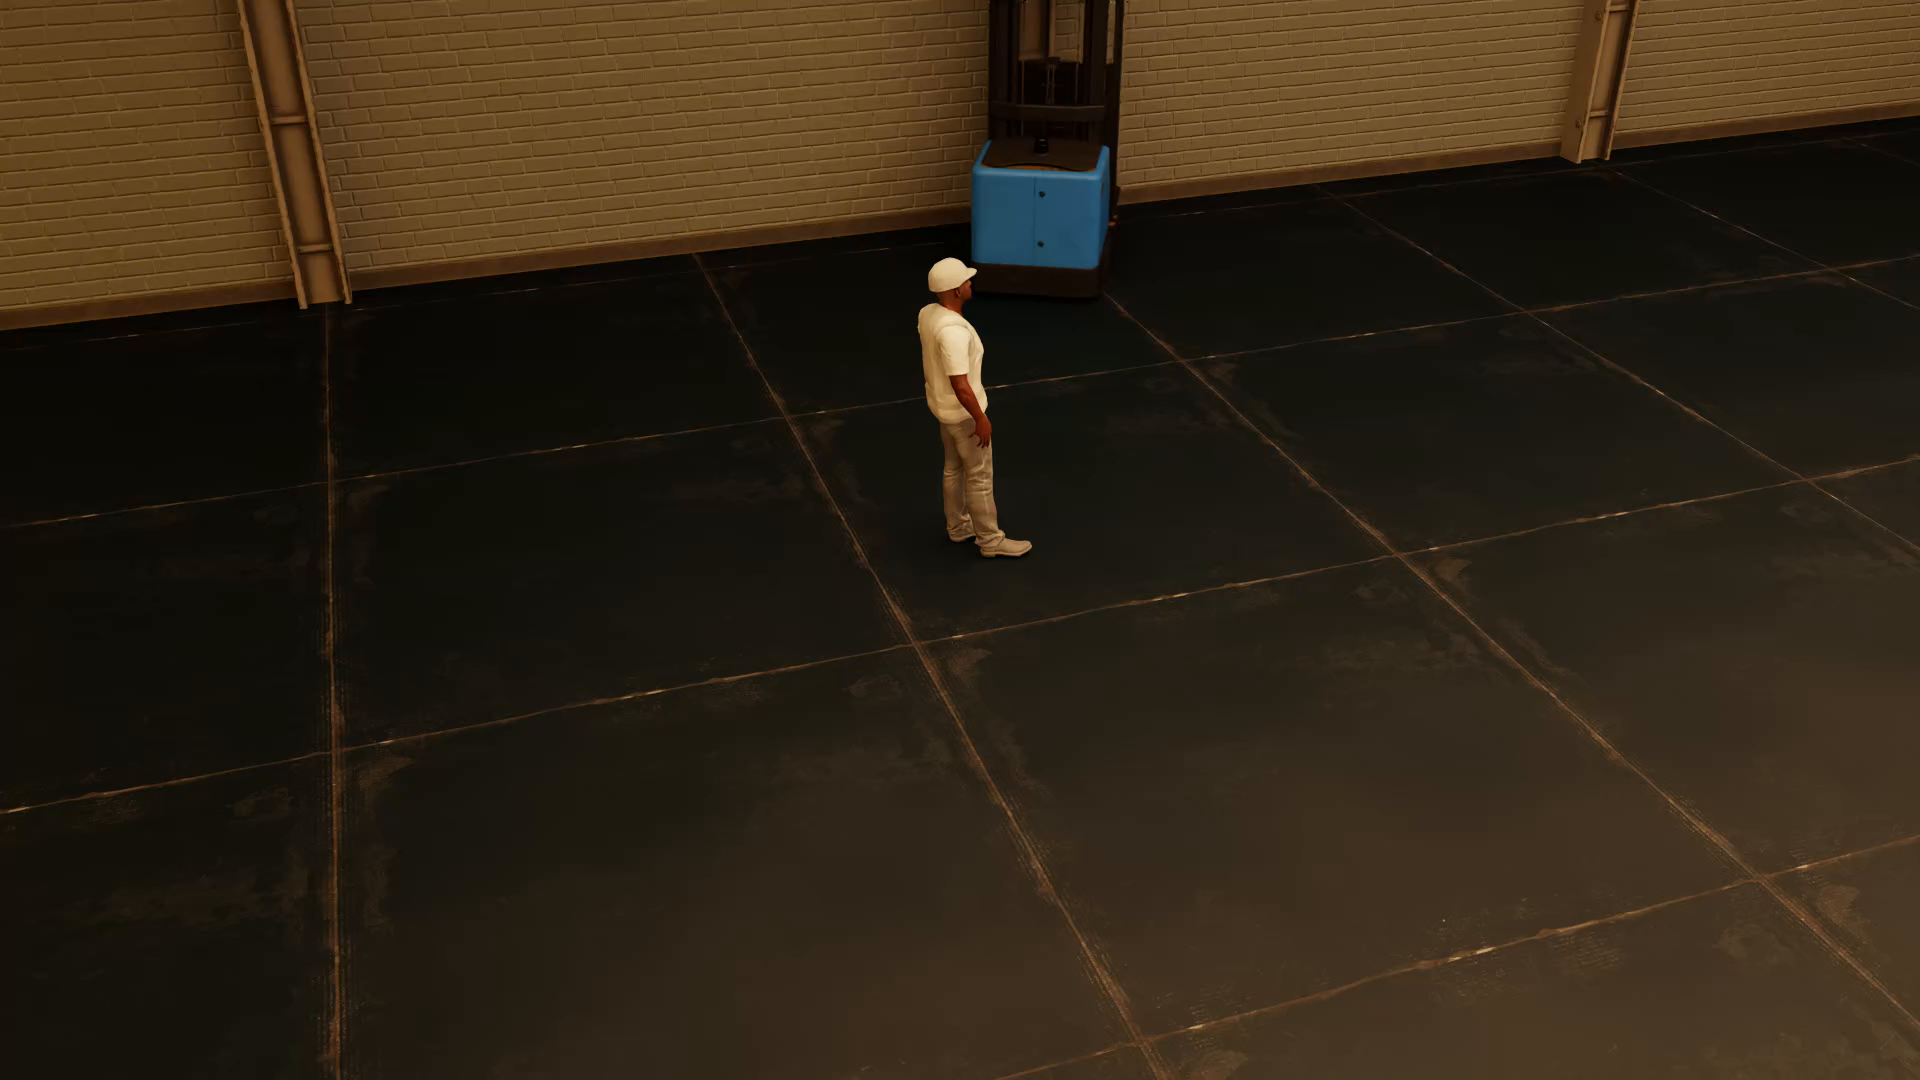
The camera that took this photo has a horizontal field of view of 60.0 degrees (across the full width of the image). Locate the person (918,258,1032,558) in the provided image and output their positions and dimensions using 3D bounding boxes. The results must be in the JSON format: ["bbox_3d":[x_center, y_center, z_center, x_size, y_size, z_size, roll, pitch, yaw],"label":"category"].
[{"bbox_3d":[0.068,-0.780,9.597,0.575,1.768,0.665,-10,31,-16],"label":"person"}]

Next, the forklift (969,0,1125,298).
[{"bbox_3d":[0.816,-3.910,13.883,1.130,2.935,3.031,5,30,8],"label":"forklift"}]
